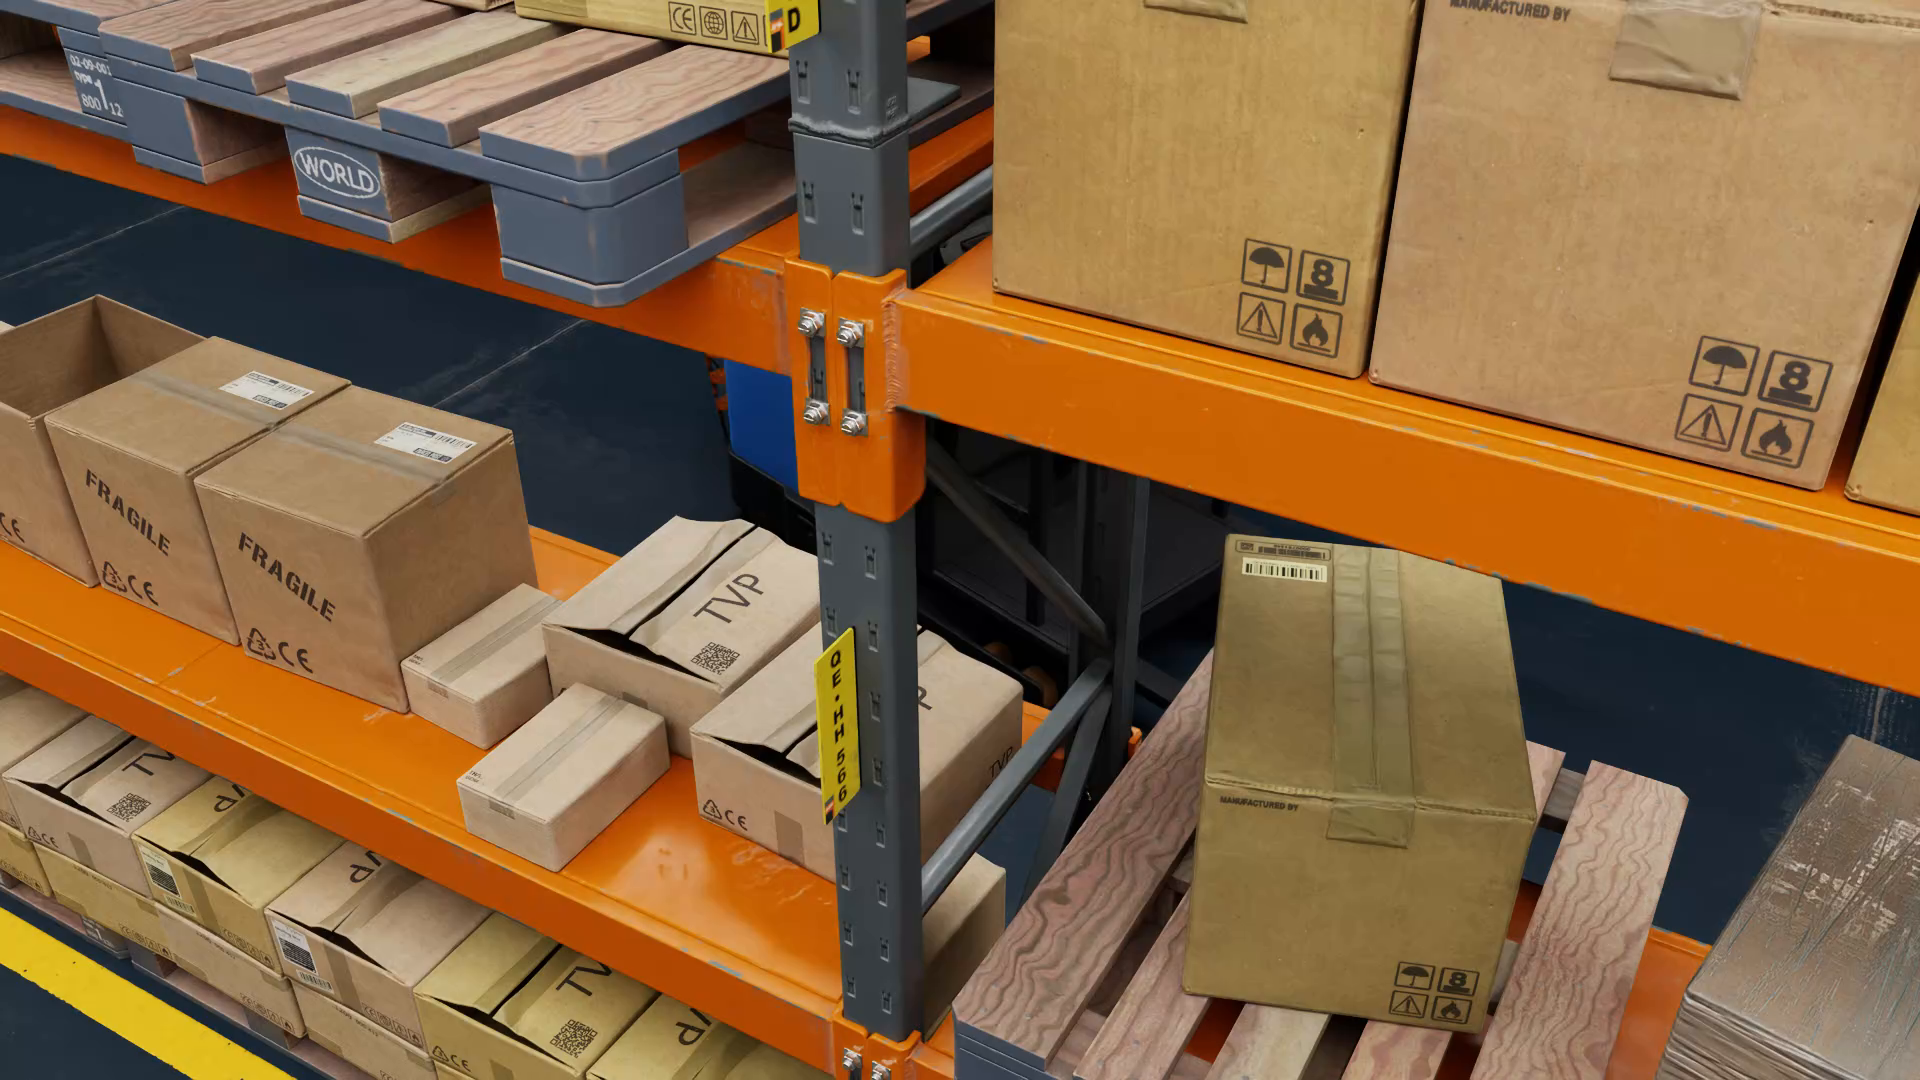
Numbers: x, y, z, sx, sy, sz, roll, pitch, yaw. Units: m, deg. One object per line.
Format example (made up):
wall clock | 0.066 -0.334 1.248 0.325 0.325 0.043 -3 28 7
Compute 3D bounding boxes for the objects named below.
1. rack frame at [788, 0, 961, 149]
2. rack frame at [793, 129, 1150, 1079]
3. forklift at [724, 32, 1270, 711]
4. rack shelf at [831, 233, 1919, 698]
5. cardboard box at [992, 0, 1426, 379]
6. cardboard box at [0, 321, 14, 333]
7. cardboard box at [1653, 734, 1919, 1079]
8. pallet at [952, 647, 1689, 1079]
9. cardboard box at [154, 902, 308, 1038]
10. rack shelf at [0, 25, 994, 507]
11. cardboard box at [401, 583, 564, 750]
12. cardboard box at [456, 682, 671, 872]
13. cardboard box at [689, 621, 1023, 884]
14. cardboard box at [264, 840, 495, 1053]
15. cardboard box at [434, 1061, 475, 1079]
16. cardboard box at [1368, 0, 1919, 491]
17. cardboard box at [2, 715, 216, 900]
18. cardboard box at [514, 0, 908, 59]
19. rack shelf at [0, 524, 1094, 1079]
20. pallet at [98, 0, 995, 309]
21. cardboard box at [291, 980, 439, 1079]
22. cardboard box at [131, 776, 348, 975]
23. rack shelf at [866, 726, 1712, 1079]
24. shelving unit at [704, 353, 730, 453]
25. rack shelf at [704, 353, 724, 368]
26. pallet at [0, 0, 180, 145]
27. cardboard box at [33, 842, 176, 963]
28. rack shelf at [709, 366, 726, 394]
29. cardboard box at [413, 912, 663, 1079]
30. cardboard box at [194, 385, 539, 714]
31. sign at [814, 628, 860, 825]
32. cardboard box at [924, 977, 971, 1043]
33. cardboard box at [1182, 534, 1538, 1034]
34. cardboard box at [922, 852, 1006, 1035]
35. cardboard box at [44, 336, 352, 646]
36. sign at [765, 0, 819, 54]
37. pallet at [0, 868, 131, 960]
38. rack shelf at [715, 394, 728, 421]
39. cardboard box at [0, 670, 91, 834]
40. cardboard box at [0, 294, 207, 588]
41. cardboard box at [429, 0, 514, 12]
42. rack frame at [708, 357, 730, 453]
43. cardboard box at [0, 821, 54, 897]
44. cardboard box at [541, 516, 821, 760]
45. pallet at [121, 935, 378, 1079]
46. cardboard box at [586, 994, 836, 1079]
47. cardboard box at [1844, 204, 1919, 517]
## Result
rack frame | 0.085 -1.992 1.623 0.127 3.000 1.000 18 37 24
rack frame | 0.085 0.505 3.286 0.127 3.000 1.000 18 37 24
forklift | 0.433 -0.934 5.508 1.130 2.935 3.031 -28 42 -35
rack shelf | 1.821 0.106 1.828 4.000 0.370 1.077 18 37 24
cardboard box | 0.480 -0.682 2.271 0.500 0.500 0.910 18 37 24
cardboard box | -2.939 -0.419 4.808 0.500 0.250 0.500 20 39 27
cardboard box | 1.387 0.751 2.448 0.500 0.500 0.700 25 41 33
pallet | 0.708 0.737 3.110 1.003 0.211 1.213 18 37 24
cardboard box | -1.825 1.027 4.603 0.500 0.250 0.500 18 38 25
rack shelf | -1.652 -0.995 3.480 4.000 0.370 1.077 18 37 24
cardboard box | -1.050 0.286 3.842 0.250 0.149 0.380 21 39 28
cardboard box | -0.833 0.495 3.527 0.250 0.149 0.380 18 37 24
cardboard box | -0.209 0.421 3.492 0.500 0.311 0.500 20 39 27
cardboard box | -1.383 0.935 4.235 0.500 0.311 0.500 17 37 24
cardboard box | -0.942 1.307 4.183 0.500 0.250 0.500 17 37 24
cardboard box | 0.923 -0.542 2.060 0.500 0.500 0.910 18 37 24
cardboard box | -2.271 0.656 4.654 0.500 0.311 0.500 16 37 23
cardboard box | -0.337 -0.954 2.526 0.500 0.250 0.500 15 36 21
rack shelf | -1.652 0.254 4.311 4.000 0.370 1.077 18 37 24
pallet | -0.549 -0.809 2.723 1.003 0.211 1.213 19 38 27
cardboard box | -1.377 1.167 4.393 0.500 0.250 0.500 18 38 25
cardboard box | -1.817 0.796 4.444 0.500 0.311 0.500 19 38 26
rack shelf | 1.821 1.354 2.659 4.000 0.370 1.077 18 37 24
shelving unit | -0.921 -0.839 6.914 0.189 1.200 0.258 14 34 40
rack shelf | -0.915 -0.799 6.933 0.180 0.103 0.258 14 34 40
pallet | -1.521 -1.115 3.182 1.213 0.211 1.003 19 38 27
cardboard box | -2.267 0.887 4.814 0.500 0.250 0.500 16 37 23
rack shelf | -0.896 -0.693 6.985 0.180 0.103 0.258 14 34 40
cardboard box | -0.947 1.076 4.025 0.500 0.311 0.500 17 37 24
cardboard box | -1.380 0.009 3.939 0.500 0.500 0.500 16 37 22
sign | -0.188 0.291 2.563 0.005 0.325 0.100 18 37 24
cardboard box | -0.224 1.189 4.360 0.500 0.250 0.500 17 37 24
cardboard box | 0.687 0.407 2.963 0.500 0.500 0.700 6 34 9
cardboard box | -0.224 0.955 4.205 0.500 0.311 0.500 19 38 26
cardboard box | -1.837 -0.135 4.157 0.500 0.500 0.500 18 38 24
sign | -0.198 -0.727 1.892 0.005 0.325 0.100 18 37 24
pallet | -2.729 0.749 5.435 1.213 0.211 1.003 18 37 24
rack shelf | -0.878 -0.586 7.037 0.180 0.103 0.258 14 34 40
cardboard box | -2.721 0.515 4.867 0.500 0.311 0.500 17 37 24
cardboard box | -2.272 -0.273 4.364 0.500 0.500 0.500 20 39 28
cardboard box | -0.801 -1.089 2.730 0.500 0.250 0.500 19 38 26
rack frame | -0.990 -0.856 6.973 0.006 1.200 0.240 14 34 40
cardboard box | -2.718 0.746 5.026 0.500 0.250 0.500 19 38 26
cardboard box | -0.596 0.203 3.820 0.500 0.311 0.500 17 37 24
pallet | -1.666 1.084 4.932 1.213 0.211 1.003 18 37 24
cardboard box | -0.492 1.215 3.815 0.500 0.311 0.500 19 38 26
cardboard box | 1.375 -0.399 1.846 0.500 0.500 0.910 18 37 24
